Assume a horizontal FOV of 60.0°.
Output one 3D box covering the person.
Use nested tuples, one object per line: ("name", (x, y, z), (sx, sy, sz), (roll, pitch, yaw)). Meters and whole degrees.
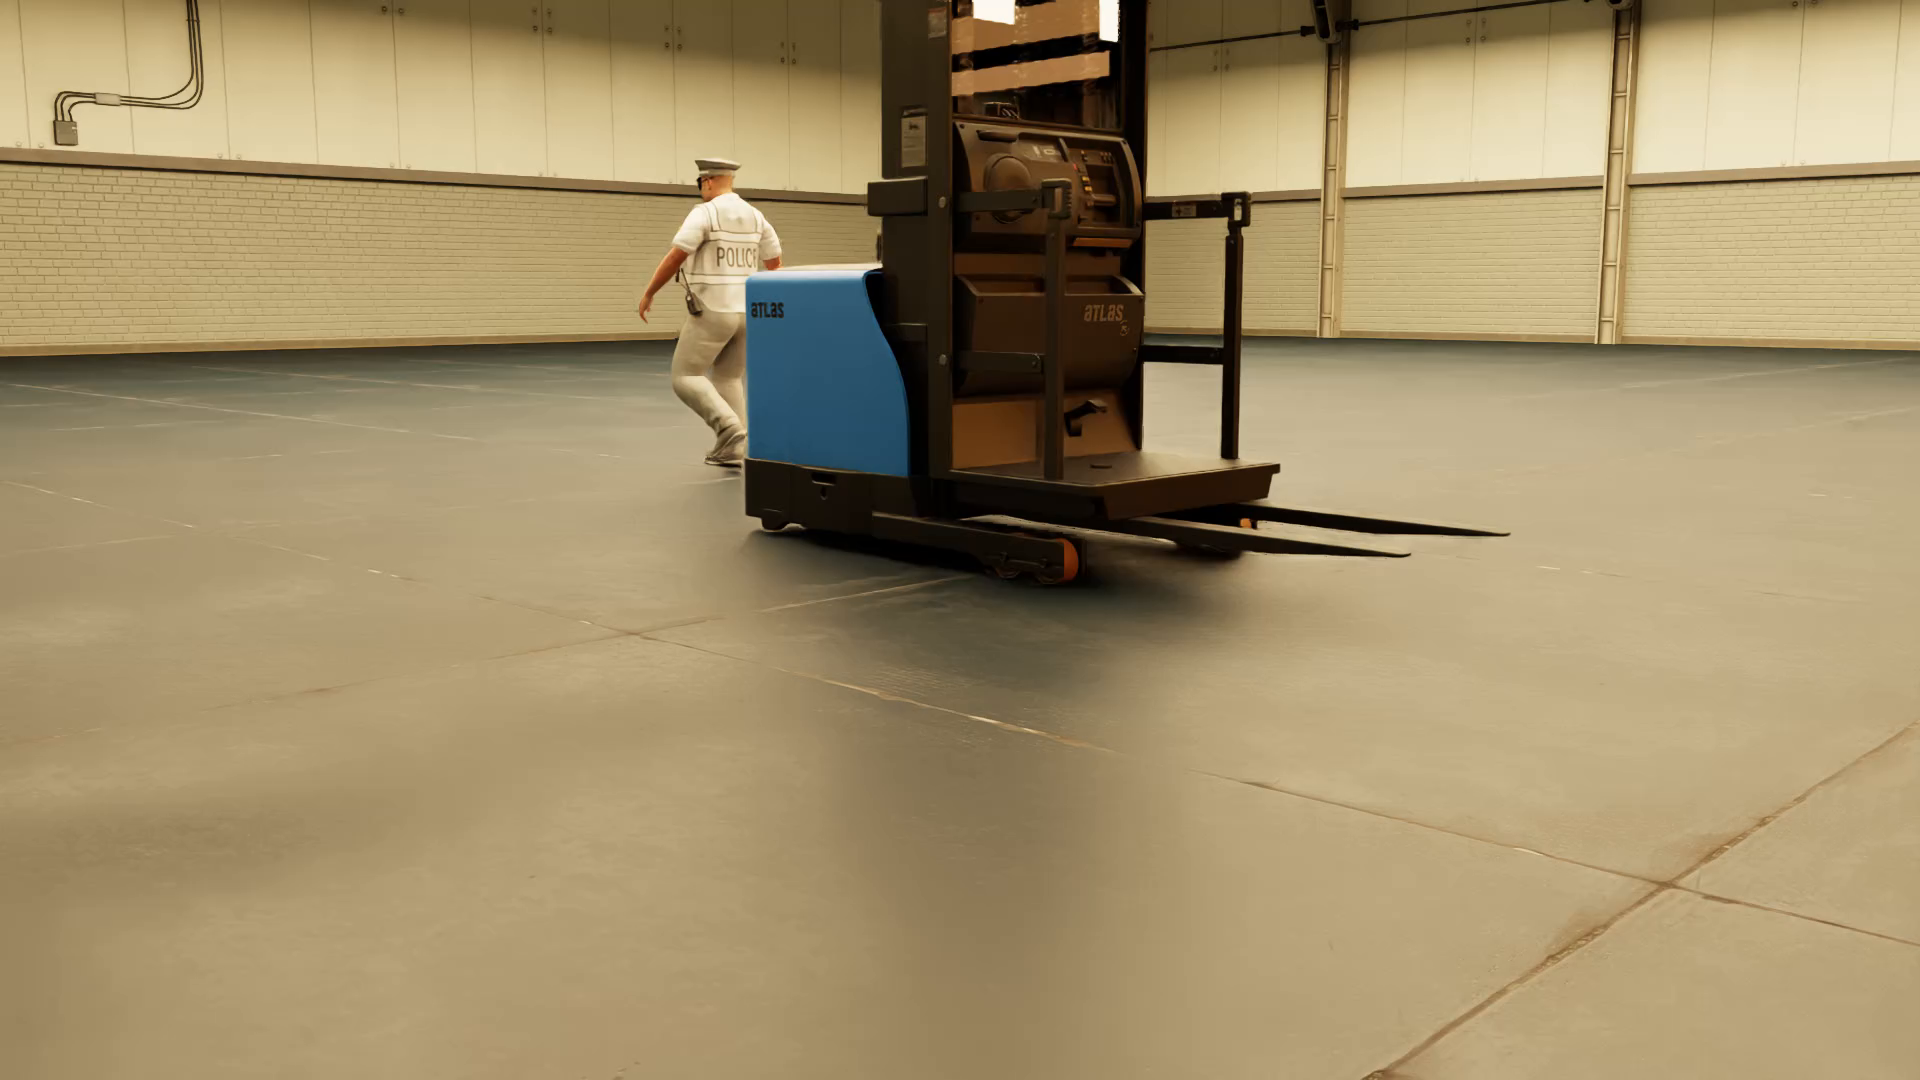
("person", (-1.329, -1.265, 9.327), (0.576, 1.730, 0.792), (7, 11, 40))

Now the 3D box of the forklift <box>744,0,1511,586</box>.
("forklift", (0.488, -1.379, 6.032), (1.130, 2.935, 3.031), (-8, 12, -44))
